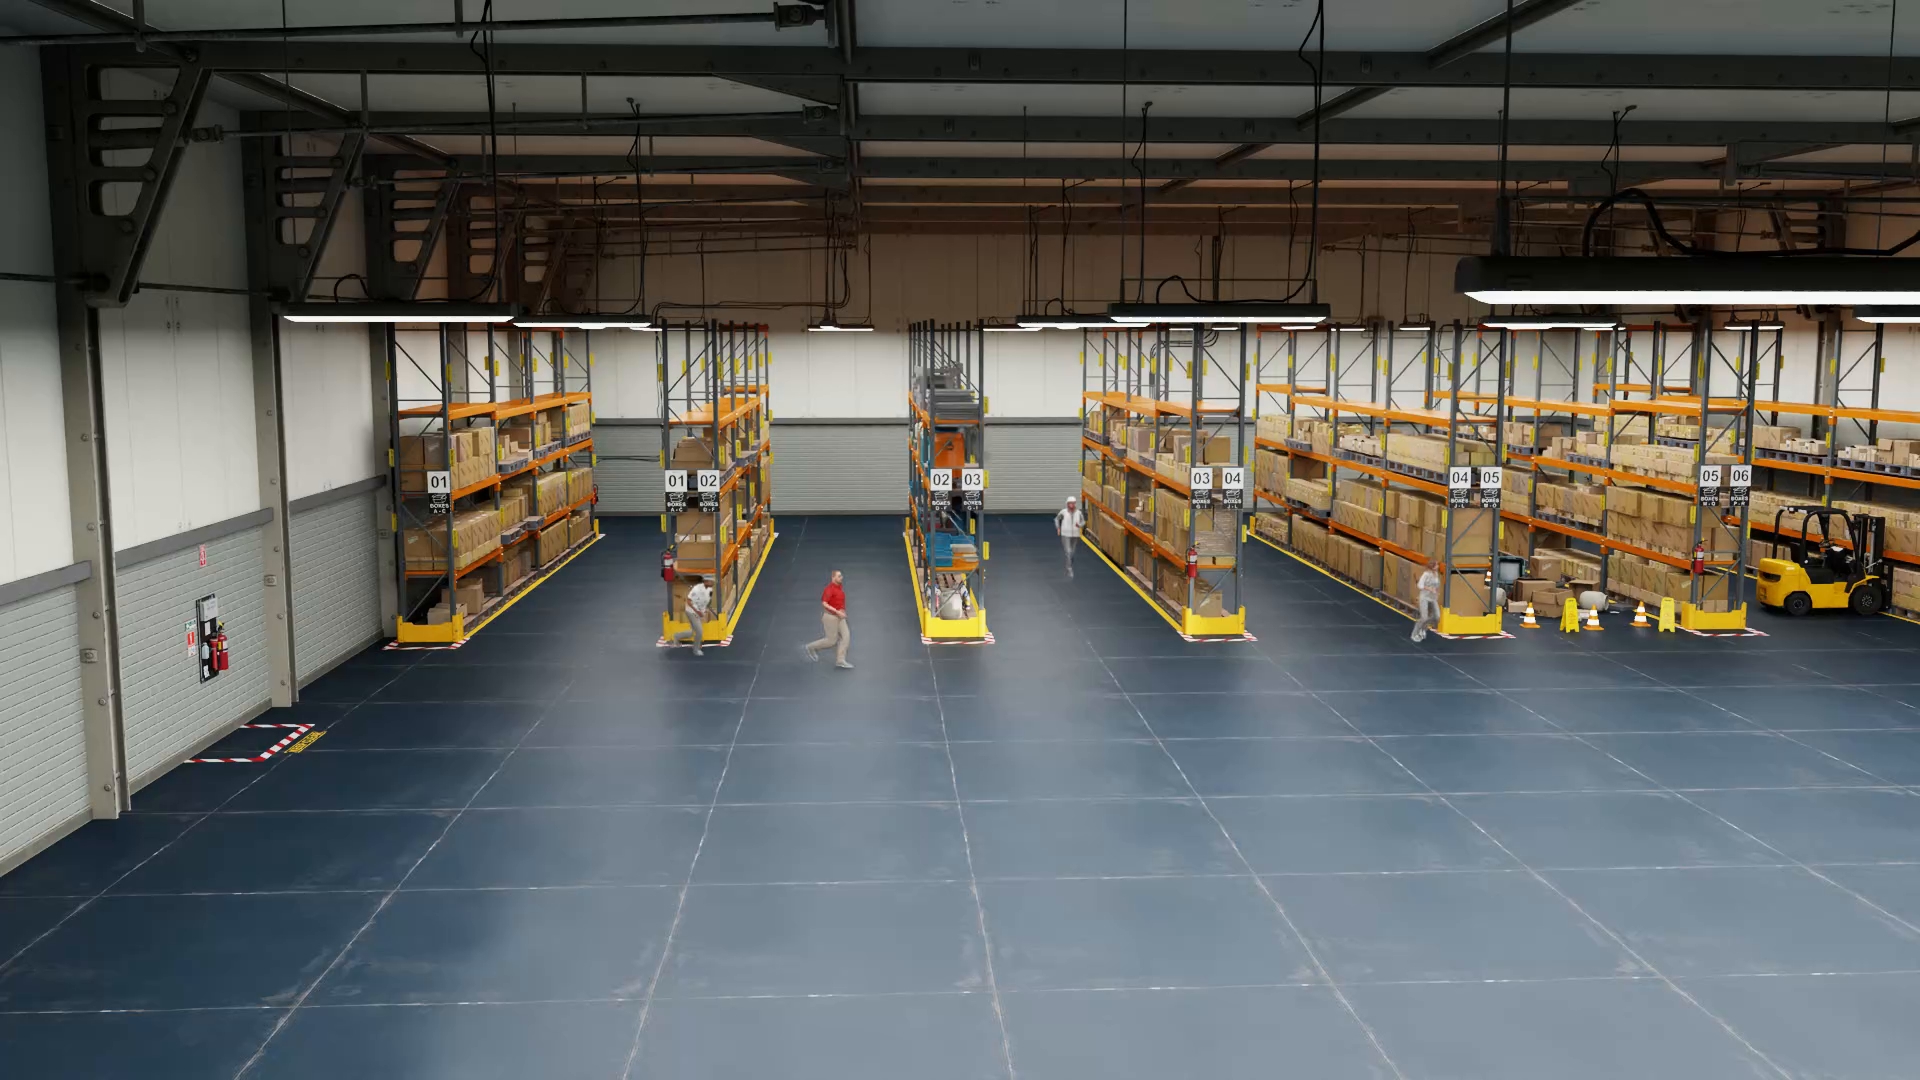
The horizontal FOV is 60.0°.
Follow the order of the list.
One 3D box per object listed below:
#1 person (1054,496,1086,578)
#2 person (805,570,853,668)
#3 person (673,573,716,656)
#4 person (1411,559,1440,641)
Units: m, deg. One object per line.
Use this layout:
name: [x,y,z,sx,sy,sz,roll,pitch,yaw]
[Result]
person: [2.496,-0.082,37.356,0.657,1.804,0.826,-2,7,-13]
person: [-2.239,1.354,28.682,0.831,1.700,0.656,3,8,20]
person: [-4.766,1.326,29.847,0.951,1.516,0.572,4,8,31]
person: [8.809,1.122,31.103,0.543,1.535,0.542,-4,8,-28]
